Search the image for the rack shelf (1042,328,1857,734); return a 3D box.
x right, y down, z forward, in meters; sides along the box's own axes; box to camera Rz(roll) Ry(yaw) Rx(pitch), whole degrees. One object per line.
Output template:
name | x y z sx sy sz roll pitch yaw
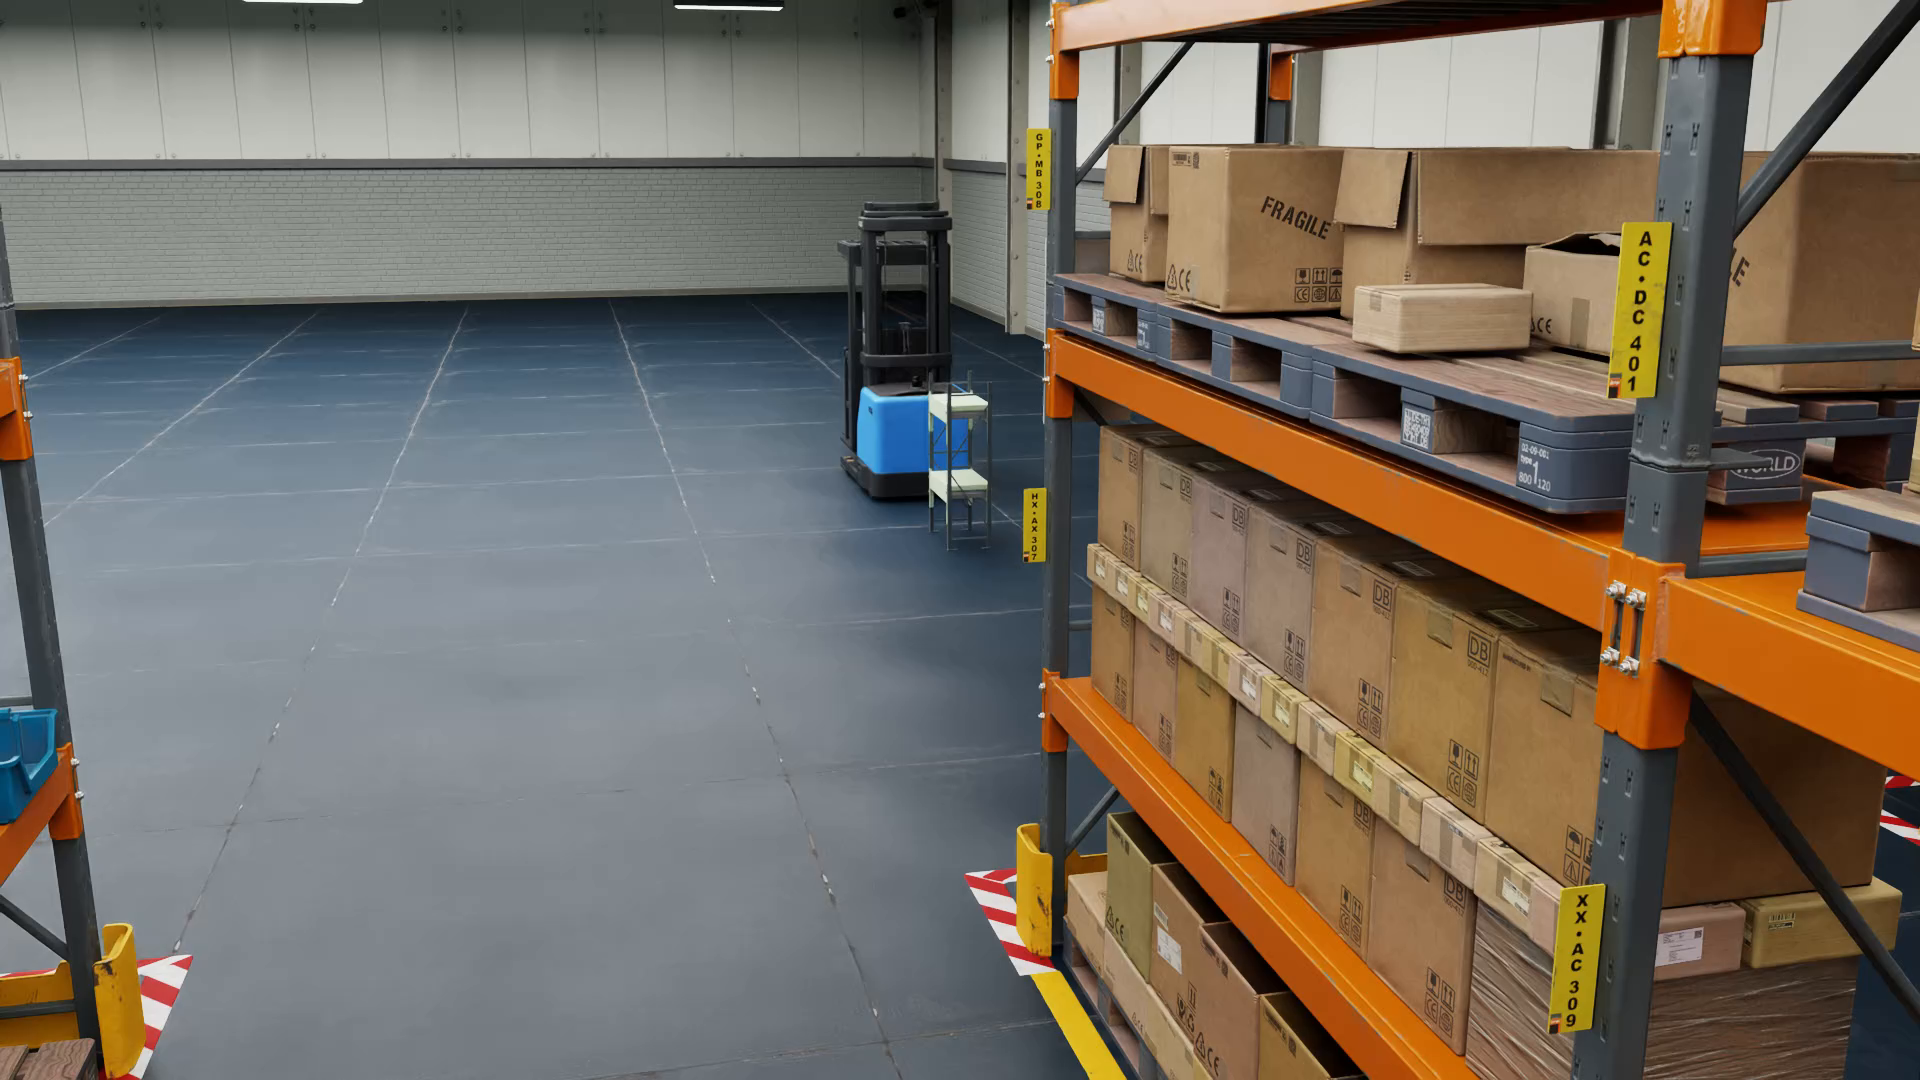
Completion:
rack shelf | 1.334 -0.280 5.271 1.077 0.370 4.000 -3 14 -13

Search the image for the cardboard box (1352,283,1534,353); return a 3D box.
cardboard box | 1.255 -0.581 4.337 0.380 0.149 0.250 -3 14 -13

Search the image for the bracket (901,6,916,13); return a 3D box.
bracket | -1.222 -11.867 37.280 0.076 0.066 3.189 -3 14 -13

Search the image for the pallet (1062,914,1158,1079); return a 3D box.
pallet | 1.085 1.895 7.049 1.003 0.211 1.213 -3 14 -13

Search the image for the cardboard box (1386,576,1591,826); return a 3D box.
cardboard box | 1.574 0.392 4.382 0.700 0.500 0.500 -3 14 -13

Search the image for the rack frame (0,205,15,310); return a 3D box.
rack frame | -3.951 -2.273 5.592 1.000 3.000 0.127 -3 14 -13

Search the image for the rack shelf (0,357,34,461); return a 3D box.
rack shelf | -3.481 -0.005 4.145 1.077 0.370 4.000 -3 14 -13

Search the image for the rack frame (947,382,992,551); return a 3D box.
rack frame | 0.084 -0.646 14.733 0.400 1.500 0.023 -3 14 -13

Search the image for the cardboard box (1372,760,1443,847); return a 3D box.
cardboard box | 1.349 0.697 4.501 0.380 0.149 0.250 -3 14 -13

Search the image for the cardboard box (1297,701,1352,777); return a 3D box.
cardboard box | 1.235 0.582 4.972 0.380 0.149 0.250 -3 14 -12

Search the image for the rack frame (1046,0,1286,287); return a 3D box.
rack frame | 0.865 -2.548 6.718 1.000 3.000 0.127 -3 14 -13

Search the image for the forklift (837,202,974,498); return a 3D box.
forklift | -0.696 -2.154 17.892 1.130 2.935 3.031 -3 14 -13

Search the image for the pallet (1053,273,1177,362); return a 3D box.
pallet | 1.006 -0.883 6.411 1.003 0.211 1.213 -3 14 -13

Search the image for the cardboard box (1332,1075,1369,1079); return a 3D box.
cardboard box | 1.377 1.846 4.704 0.500 0.500 0.500 -3 14 -13

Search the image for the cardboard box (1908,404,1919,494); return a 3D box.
cardboard box | 1.939 -0.157 2.681 0.500 0.250 0.500 -2 14 -7

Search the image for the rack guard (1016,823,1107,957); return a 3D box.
rack guard | 0.859 1.575 7.750 1.175 0.500 0.348 -3 14 -13

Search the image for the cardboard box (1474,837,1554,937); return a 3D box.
cardboard box | 1.476 0.817 4.006 0.380 0.149 0.250 -4 14 -14

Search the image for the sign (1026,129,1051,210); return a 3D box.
sign | 0.324 -1.524 6.840 0.100 0.325 0.005 -3 14 -13

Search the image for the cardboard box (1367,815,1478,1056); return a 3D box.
cardboard box | 1.564 1.017 4.556 0.700 0.500 0.500 -3 14 -14

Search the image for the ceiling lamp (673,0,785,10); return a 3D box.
ceiling lamp | -4.276 -11.300 30.243 2.000 3.185 0.800 -3 14 -13

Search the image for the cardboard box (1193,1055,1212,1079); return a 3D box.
cardboard box | 1.125 1.980 5.733 0.500 0.250 0.500 -3 14 -13

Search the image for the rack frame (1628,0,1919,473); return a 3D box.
rack frame | 1.804 -1.625 2.941 1.000 3.000 0.127 -3 14 -13

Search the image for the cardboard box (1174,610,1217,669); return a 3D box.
cardboard box | 0.991 0.343 5.947 0.380 0.149 0.250 -4 14 -15

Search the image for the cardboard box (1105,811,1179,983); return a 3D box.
cardboard box | 0.894 1.385 6.589 0.500 0.500 0.500 -3 14 -13

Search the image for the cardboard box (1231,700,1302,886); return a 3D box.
cardboard box | 1.328 0.783 5.514 0.700 0.500 0.500 -3 14 -11

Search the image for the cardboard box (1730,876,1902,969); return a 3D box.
cardboard box | 1.929 0.853 3.862 0.380 0.149 0.250 -3 14 -13

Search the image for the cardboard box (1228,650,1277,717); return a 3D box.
cardboard box | 1.108 0.460 5.470 0.380 0.149 0.250 -3 14 -13

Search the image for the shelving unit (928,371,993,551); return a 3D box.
shelving unit | -0.002 -0.730 15.078 0.431 1.500 0.755 -3 14 -13

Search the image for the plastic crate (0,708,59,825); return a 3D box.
plastic crate | -3.543 0.813 5.917 0.499 0.251 0.616 -3 14 -13

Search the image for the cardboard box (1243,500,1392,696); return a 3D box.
cardboard box | 1.340 0.161 5.327 0.700 0.500 0.500 -3 14 -13

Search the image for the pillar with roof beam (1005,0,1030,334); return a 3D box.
pillar with roof beam | -3.137 -8.008 29.068 9.100 9.000 0.400 -3 14 -13

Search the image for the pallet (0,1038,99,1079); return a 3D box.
pallet | -3.702 2.199 5.805 1.003 0.211 1.213 -3 14 -13

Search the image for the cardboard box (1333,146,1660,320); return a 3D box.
cardboard box | 1.540 -0.877 4.802 0.797 0.503 0.637 -2 14 -7

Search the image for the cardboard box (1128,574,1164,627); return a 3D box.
cardboard box | 0.869 0.224 6.437 0.380 0.149 0.250 -3 14 -13

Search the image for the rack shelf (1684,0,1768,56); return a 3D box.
rack shelf | 2.274 -0.620 1.186 1.077 0.370 4.000 -3 14 -13

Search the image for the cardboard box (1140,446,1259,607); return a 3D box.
cardboard box | 1.103 -0.071 6.275 0.700 0.500 0.500 -4 14 -15

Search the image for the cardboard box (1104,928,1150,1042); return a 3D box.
cardboard box | 0.895 1.749 6.678 0.500 0.250 0.500 -3 14 -13

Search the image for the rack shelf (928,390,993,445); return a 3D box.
rack shelf | -0.002 -1.109 14.986 0.431 0.370 0.720 -3 14 -13

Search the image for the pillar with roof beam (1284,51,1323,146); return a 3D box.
pillar with roof beam | -0.319 -5.240 17.737 9.100 9.000 0.400 -3 14 -13

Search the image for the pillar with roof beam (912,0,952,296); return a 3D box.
pillar with roof beam | -4.546 -9.393 34.734 9.100 9.000 0.548 -3 14 -13

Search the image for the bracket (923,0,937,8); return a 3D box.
bracket | -0.609 -11.266 34.816 0.235 0.232 0.430 -3 14 -13

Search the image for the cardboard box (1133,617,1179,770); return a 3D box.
cardboard box | 1.090 0.547 6.480 0.700 0.500 0.500 -3 14 -12

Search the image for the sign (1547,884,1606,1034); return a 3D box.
sign | 1.265 0.861 3.413 0.100 0.325 0.005 -3 14 -13

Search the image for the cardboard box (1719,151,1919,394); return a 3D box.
cardboard box | 1.942 -0.620 3.755 0.500 0.500 0.500 -2 14 -9

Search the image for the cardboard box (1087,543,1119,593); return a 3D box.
cardboard box | 0.747 0.105 6.922 0.380 0.149 0.250 -3 14 -14

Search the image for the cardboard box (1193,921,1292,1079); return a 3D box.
cardboard box | 1.124 1.616 5.644 0.500 0.500 0.500 -3 14 -13
